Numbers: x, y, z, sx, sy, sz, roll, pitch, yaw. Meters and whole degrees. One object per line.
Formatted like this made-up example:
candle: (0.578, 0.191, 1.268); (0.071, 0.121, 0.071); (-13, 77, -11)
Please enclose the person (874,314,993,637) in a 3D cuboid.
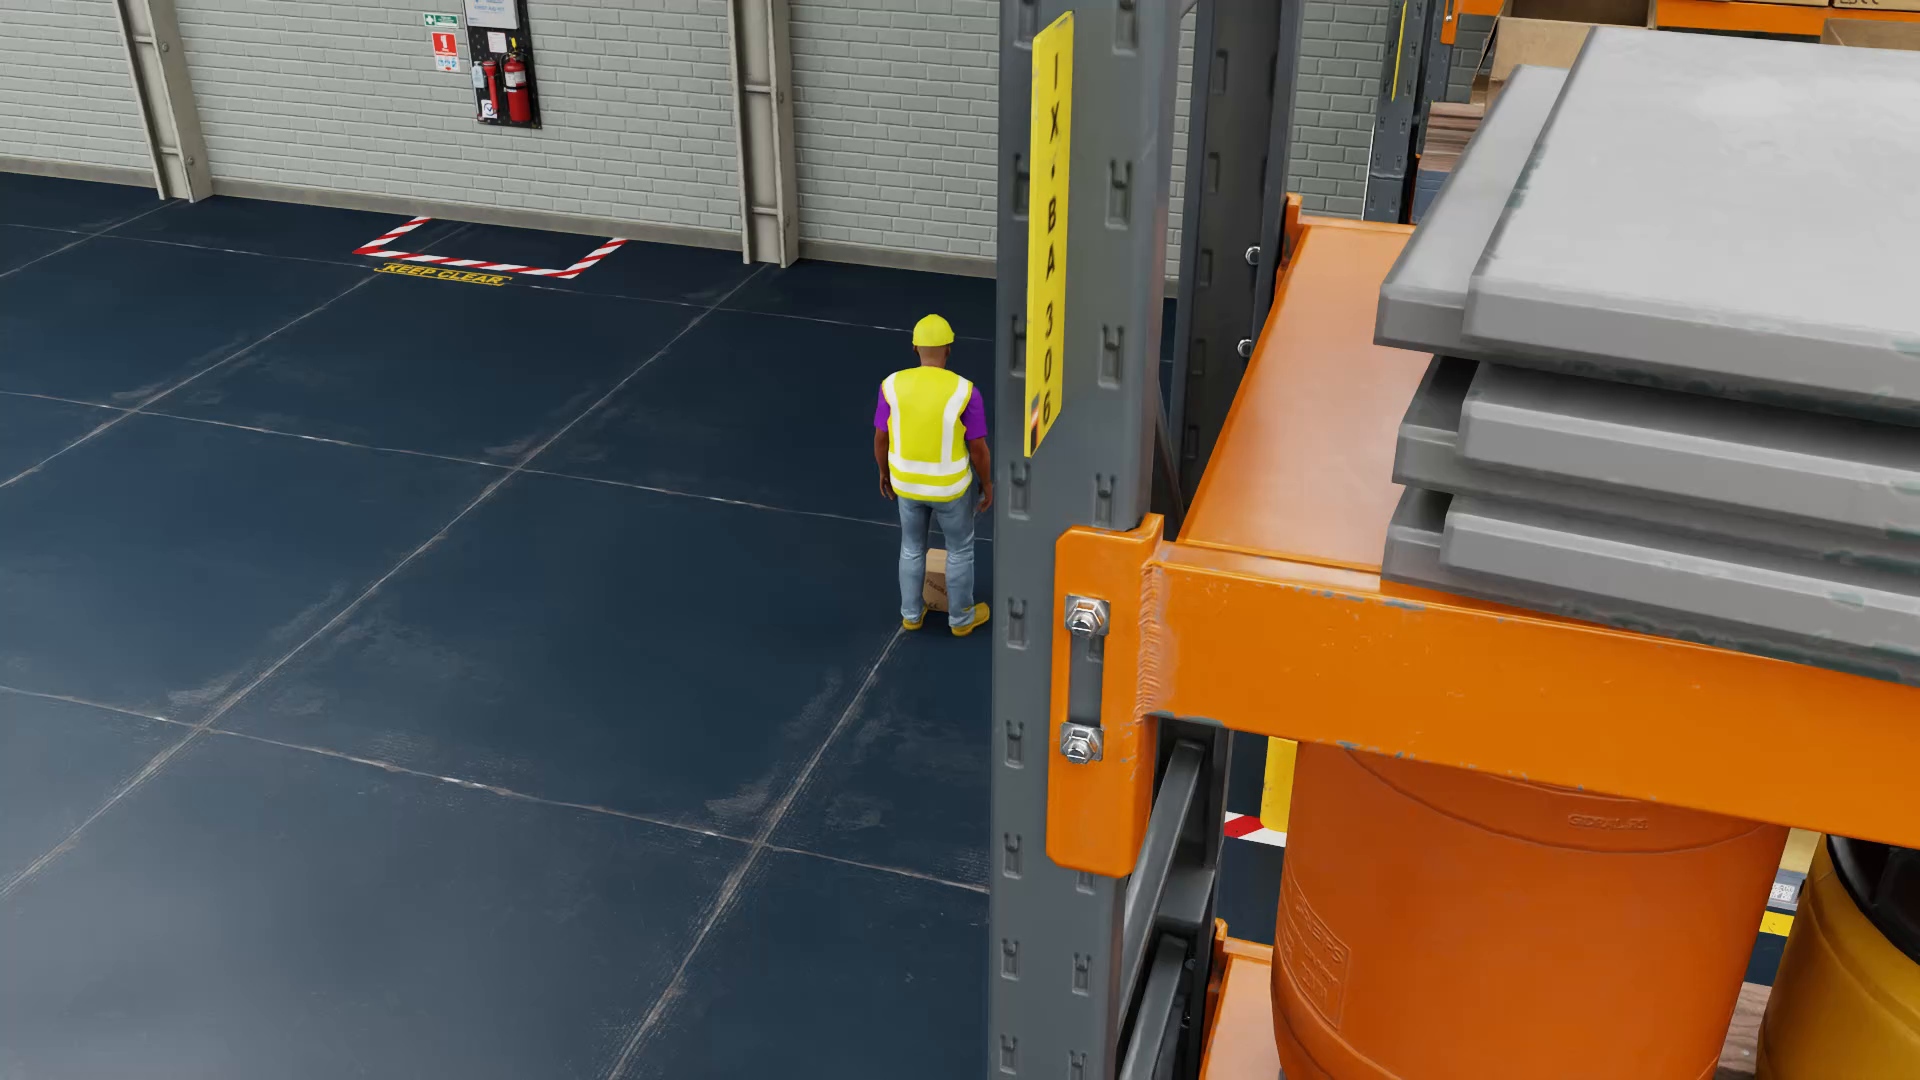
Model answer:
person: (-0.132, -0.321, 8.686); (0.625, 1.760, 0.459); (8, 30, 14)
